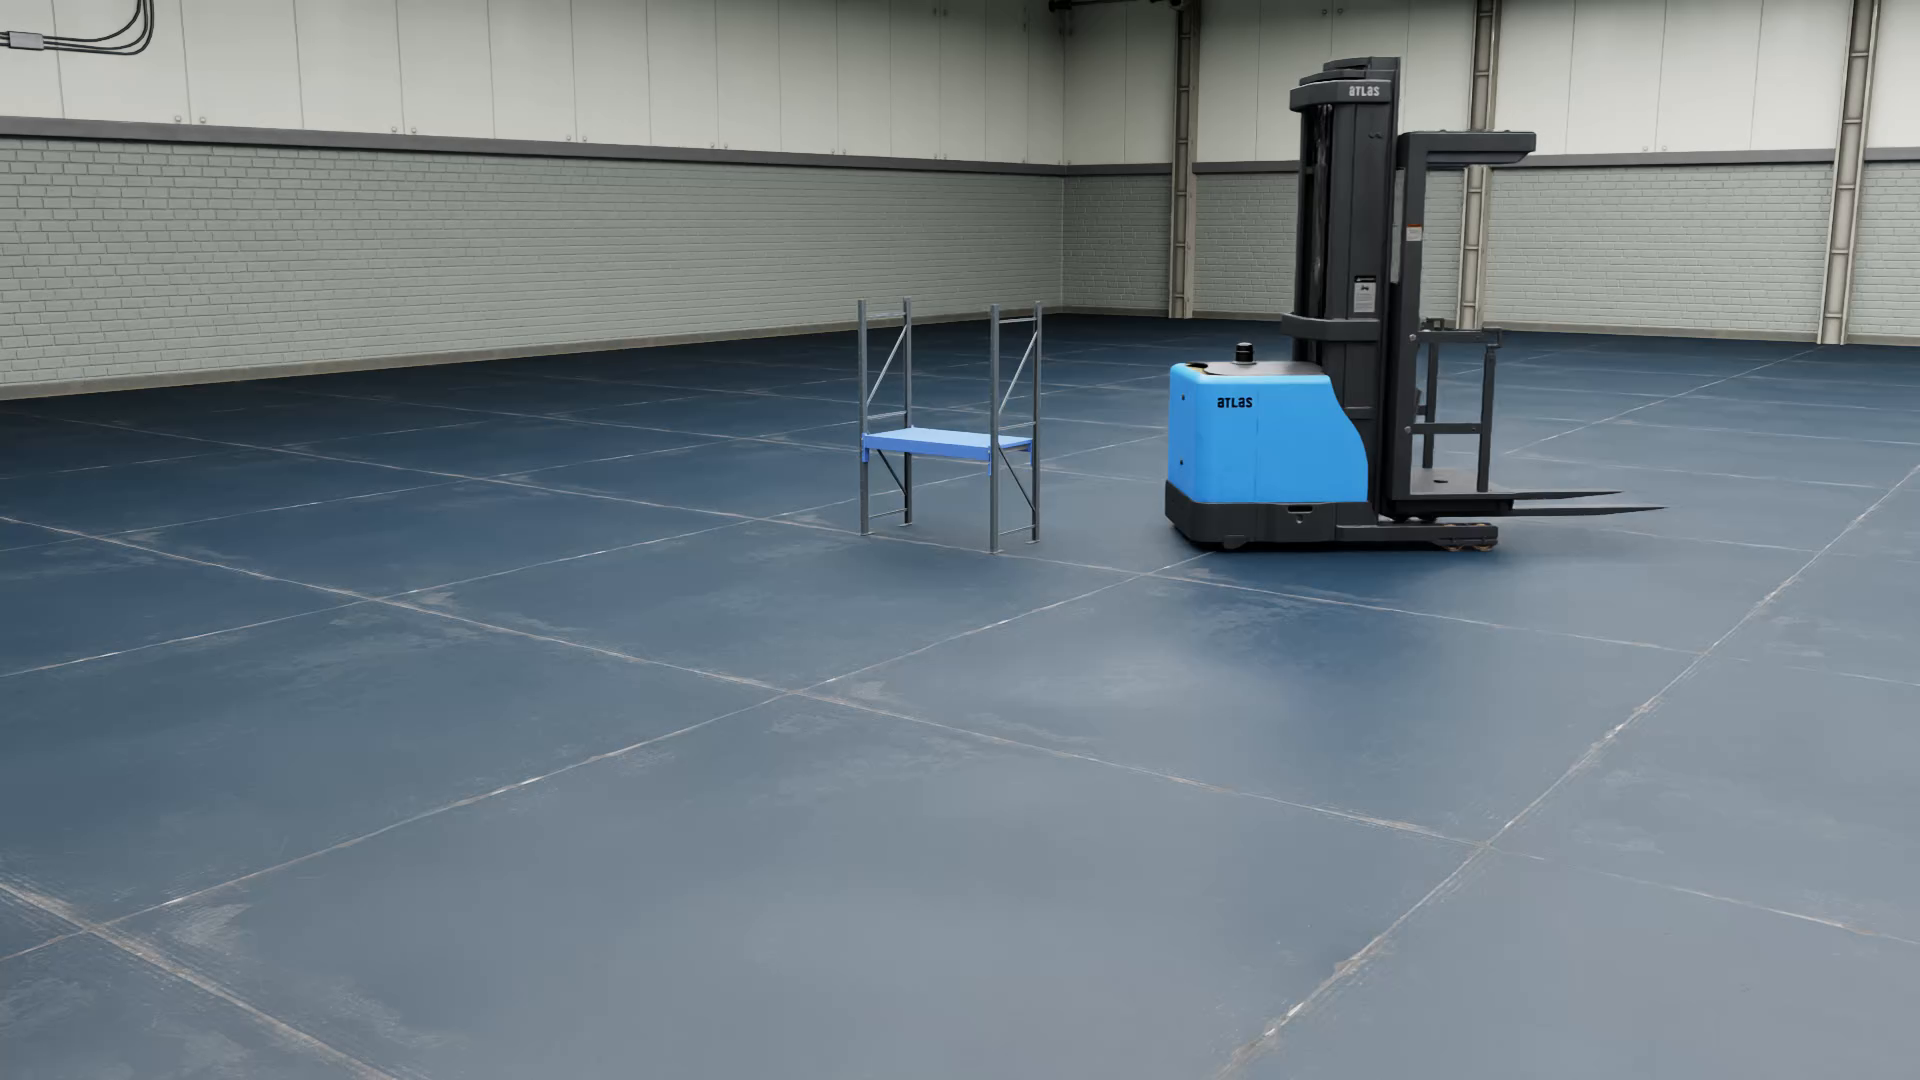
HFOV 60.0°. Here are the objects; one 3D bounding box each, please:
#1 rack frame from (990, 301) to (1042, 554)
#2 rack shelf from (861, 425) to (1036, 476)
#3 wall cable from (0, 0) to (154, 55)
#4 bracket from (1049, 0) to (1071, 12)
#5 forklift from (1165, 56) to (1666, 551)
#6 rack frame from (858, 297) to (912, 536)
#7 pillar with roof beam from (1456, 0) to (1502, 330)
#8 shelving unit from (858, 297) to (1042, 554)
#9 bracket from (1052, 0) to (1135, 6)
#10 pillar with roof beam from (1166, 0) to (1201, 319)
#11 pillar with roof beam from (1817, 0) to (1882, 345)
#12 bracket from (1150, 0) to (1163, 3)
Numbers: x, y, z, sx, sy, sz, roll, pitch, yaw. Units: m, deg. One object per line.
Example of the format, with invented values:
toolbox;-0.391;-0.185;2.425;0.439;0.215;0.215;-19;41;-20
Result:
rack frame;0.341;-0.689;10.141;0.032;1.500;0.500;8;13;36
rack shelf;-0.069;-0.569;10.471;1.000;0.185;0.538;8;13;36
wall cable;-10.087;-7.799;18.197;0.169;6.003;2.305;8;13;36
bracket;2.063;-10.992;34.181;0.430;0.232;0.235;8;13;36
forklift;2.893;-1.470;10.411;3.031;2.935;1.130;-1;11;-4
rack frame;-0.478;-0.803;10.732;0.032;1.500;0.500;8;13;36
pillar with roof beam;6.806;-7.633;26.292;0.400;9.000;9.100;8;13;36
shelving unit;-0.069;-0.746;10.437;1.048;1.500;0.538;8;13;36
bracket;2.539;-10.926;33.838;3.189;0.066;0.076;8;13;36
pillar with roof beam;1.970;-8.307;29.779;0.548;9.000;9.100;8;13;36
pillar with roof beam;11.642;-6.958;22.805;0.400;9.000;9.100;8;13;36
bracket;3.973;-10.726;32.804;0.430;0.232;0.235;8;13;36
